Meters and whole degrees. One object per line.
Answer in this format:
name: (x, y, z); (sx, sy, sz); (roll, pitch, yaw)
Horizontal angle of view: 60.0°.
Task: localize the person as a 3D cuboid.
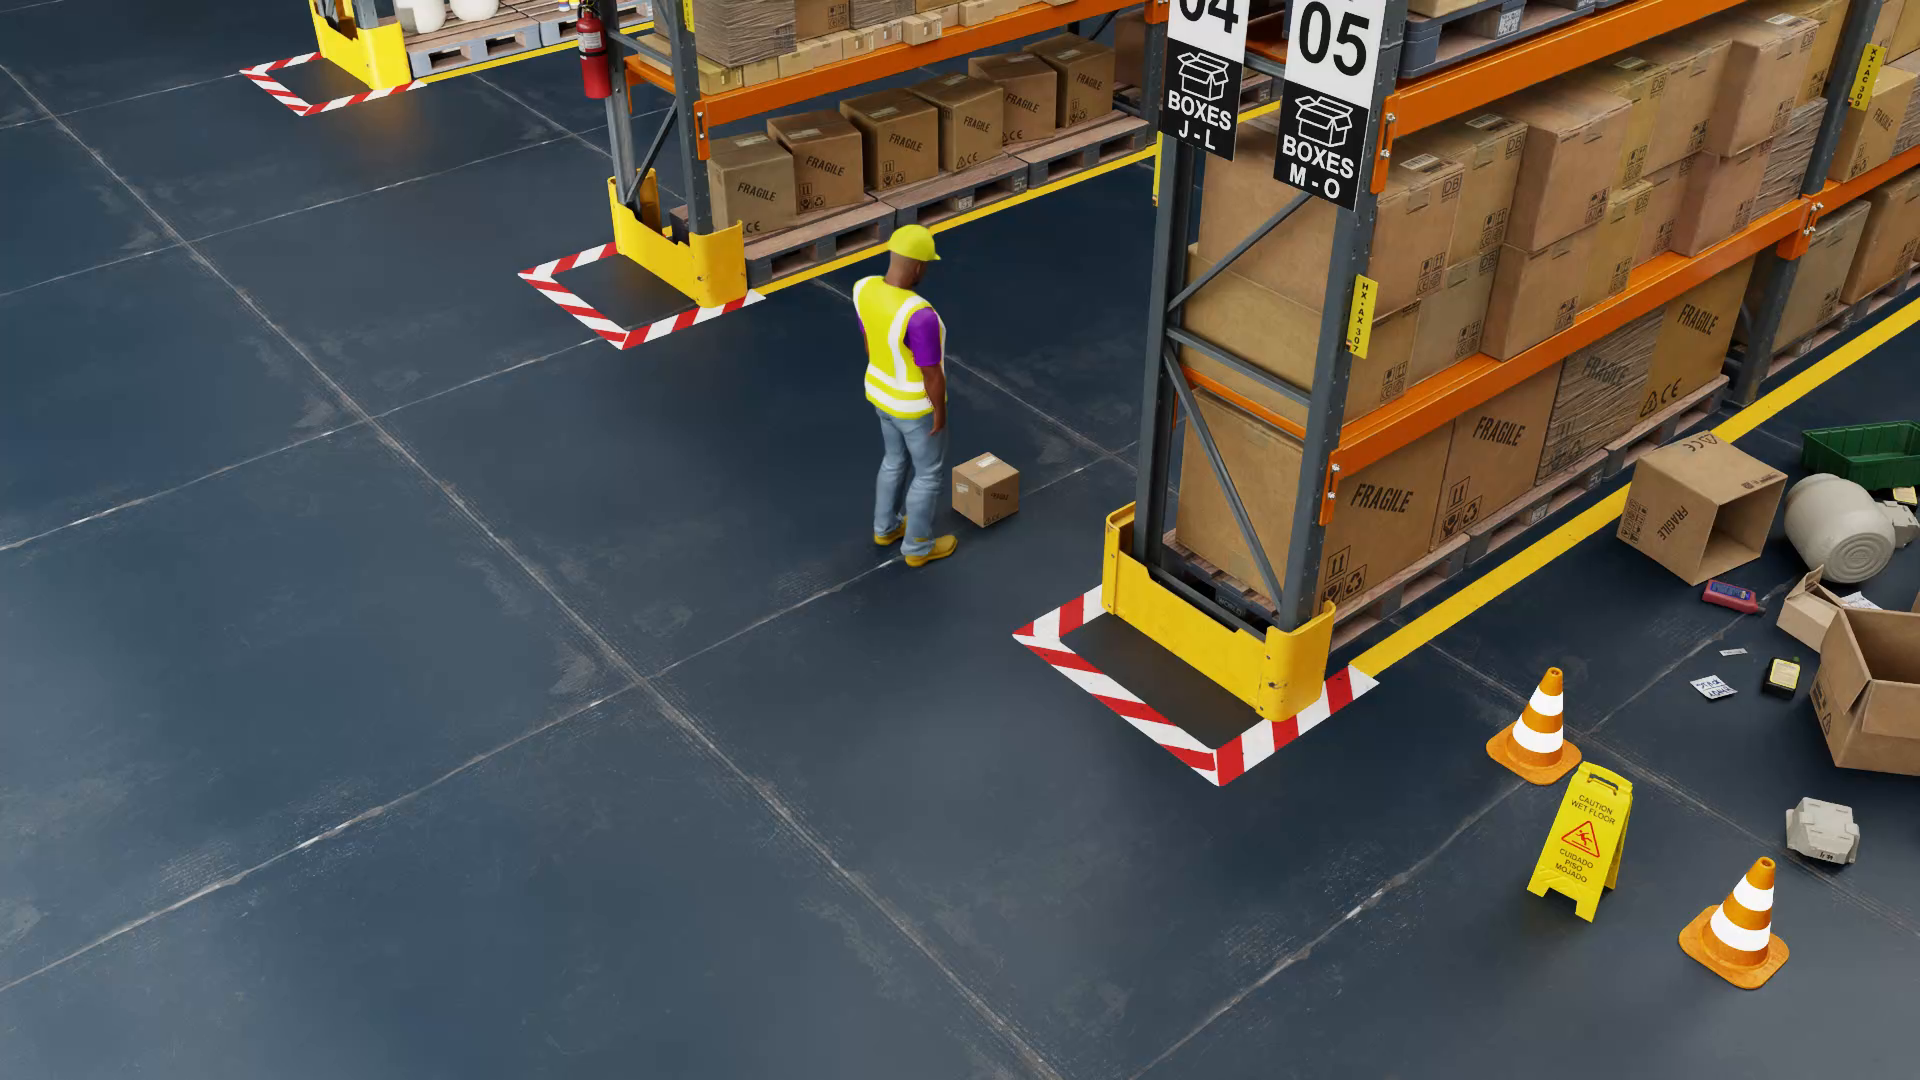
person: (-0.253, -0.699, 8.043); (0.384, 1.752, 0.573); (-25, 43, -31)
